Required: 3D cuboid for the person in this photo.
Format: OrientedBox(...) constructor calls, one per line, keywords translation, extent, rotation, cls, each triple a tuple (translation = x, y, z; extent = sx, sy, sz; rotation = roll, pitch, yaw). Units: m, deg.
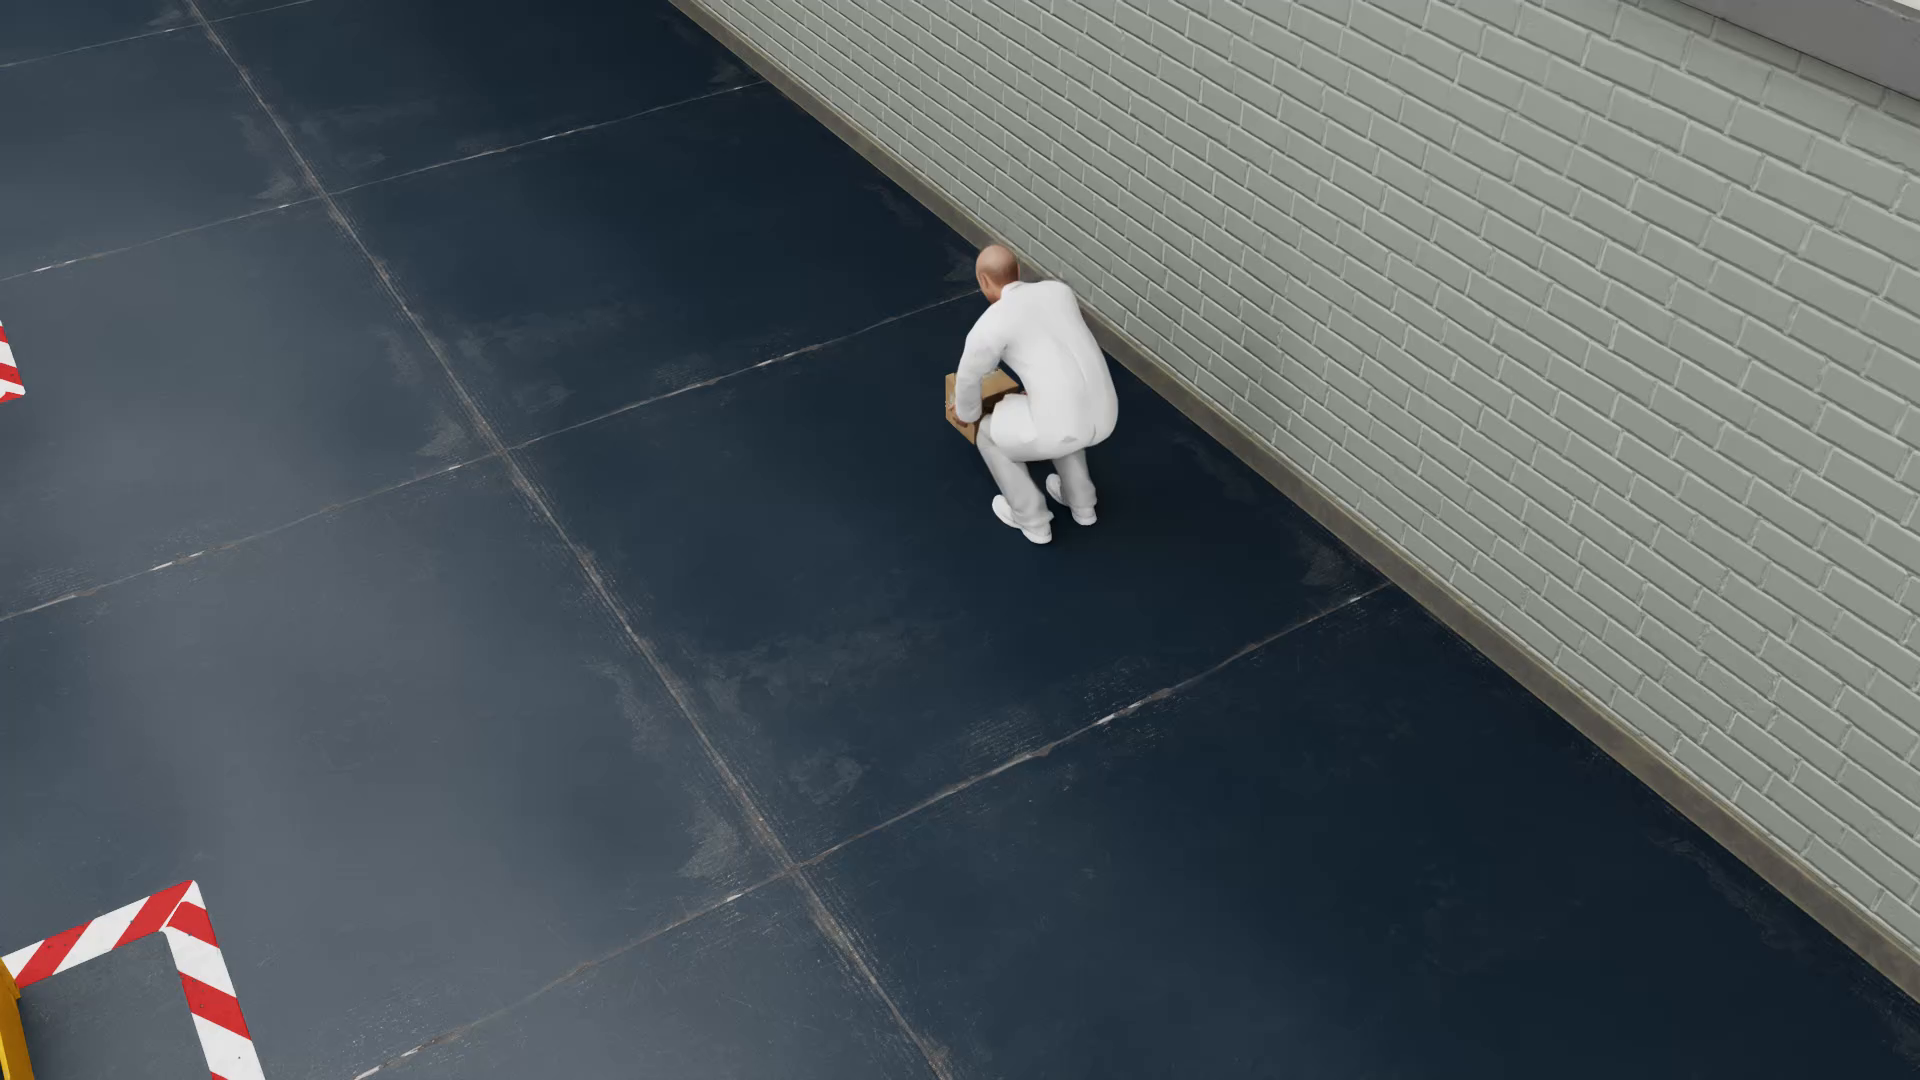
OrientedBox(translation=(0.335, -0.613, 7.315), extent=(0.632, 1.235, 0.797), rotation=(-22, 45, -24), cls="person")
